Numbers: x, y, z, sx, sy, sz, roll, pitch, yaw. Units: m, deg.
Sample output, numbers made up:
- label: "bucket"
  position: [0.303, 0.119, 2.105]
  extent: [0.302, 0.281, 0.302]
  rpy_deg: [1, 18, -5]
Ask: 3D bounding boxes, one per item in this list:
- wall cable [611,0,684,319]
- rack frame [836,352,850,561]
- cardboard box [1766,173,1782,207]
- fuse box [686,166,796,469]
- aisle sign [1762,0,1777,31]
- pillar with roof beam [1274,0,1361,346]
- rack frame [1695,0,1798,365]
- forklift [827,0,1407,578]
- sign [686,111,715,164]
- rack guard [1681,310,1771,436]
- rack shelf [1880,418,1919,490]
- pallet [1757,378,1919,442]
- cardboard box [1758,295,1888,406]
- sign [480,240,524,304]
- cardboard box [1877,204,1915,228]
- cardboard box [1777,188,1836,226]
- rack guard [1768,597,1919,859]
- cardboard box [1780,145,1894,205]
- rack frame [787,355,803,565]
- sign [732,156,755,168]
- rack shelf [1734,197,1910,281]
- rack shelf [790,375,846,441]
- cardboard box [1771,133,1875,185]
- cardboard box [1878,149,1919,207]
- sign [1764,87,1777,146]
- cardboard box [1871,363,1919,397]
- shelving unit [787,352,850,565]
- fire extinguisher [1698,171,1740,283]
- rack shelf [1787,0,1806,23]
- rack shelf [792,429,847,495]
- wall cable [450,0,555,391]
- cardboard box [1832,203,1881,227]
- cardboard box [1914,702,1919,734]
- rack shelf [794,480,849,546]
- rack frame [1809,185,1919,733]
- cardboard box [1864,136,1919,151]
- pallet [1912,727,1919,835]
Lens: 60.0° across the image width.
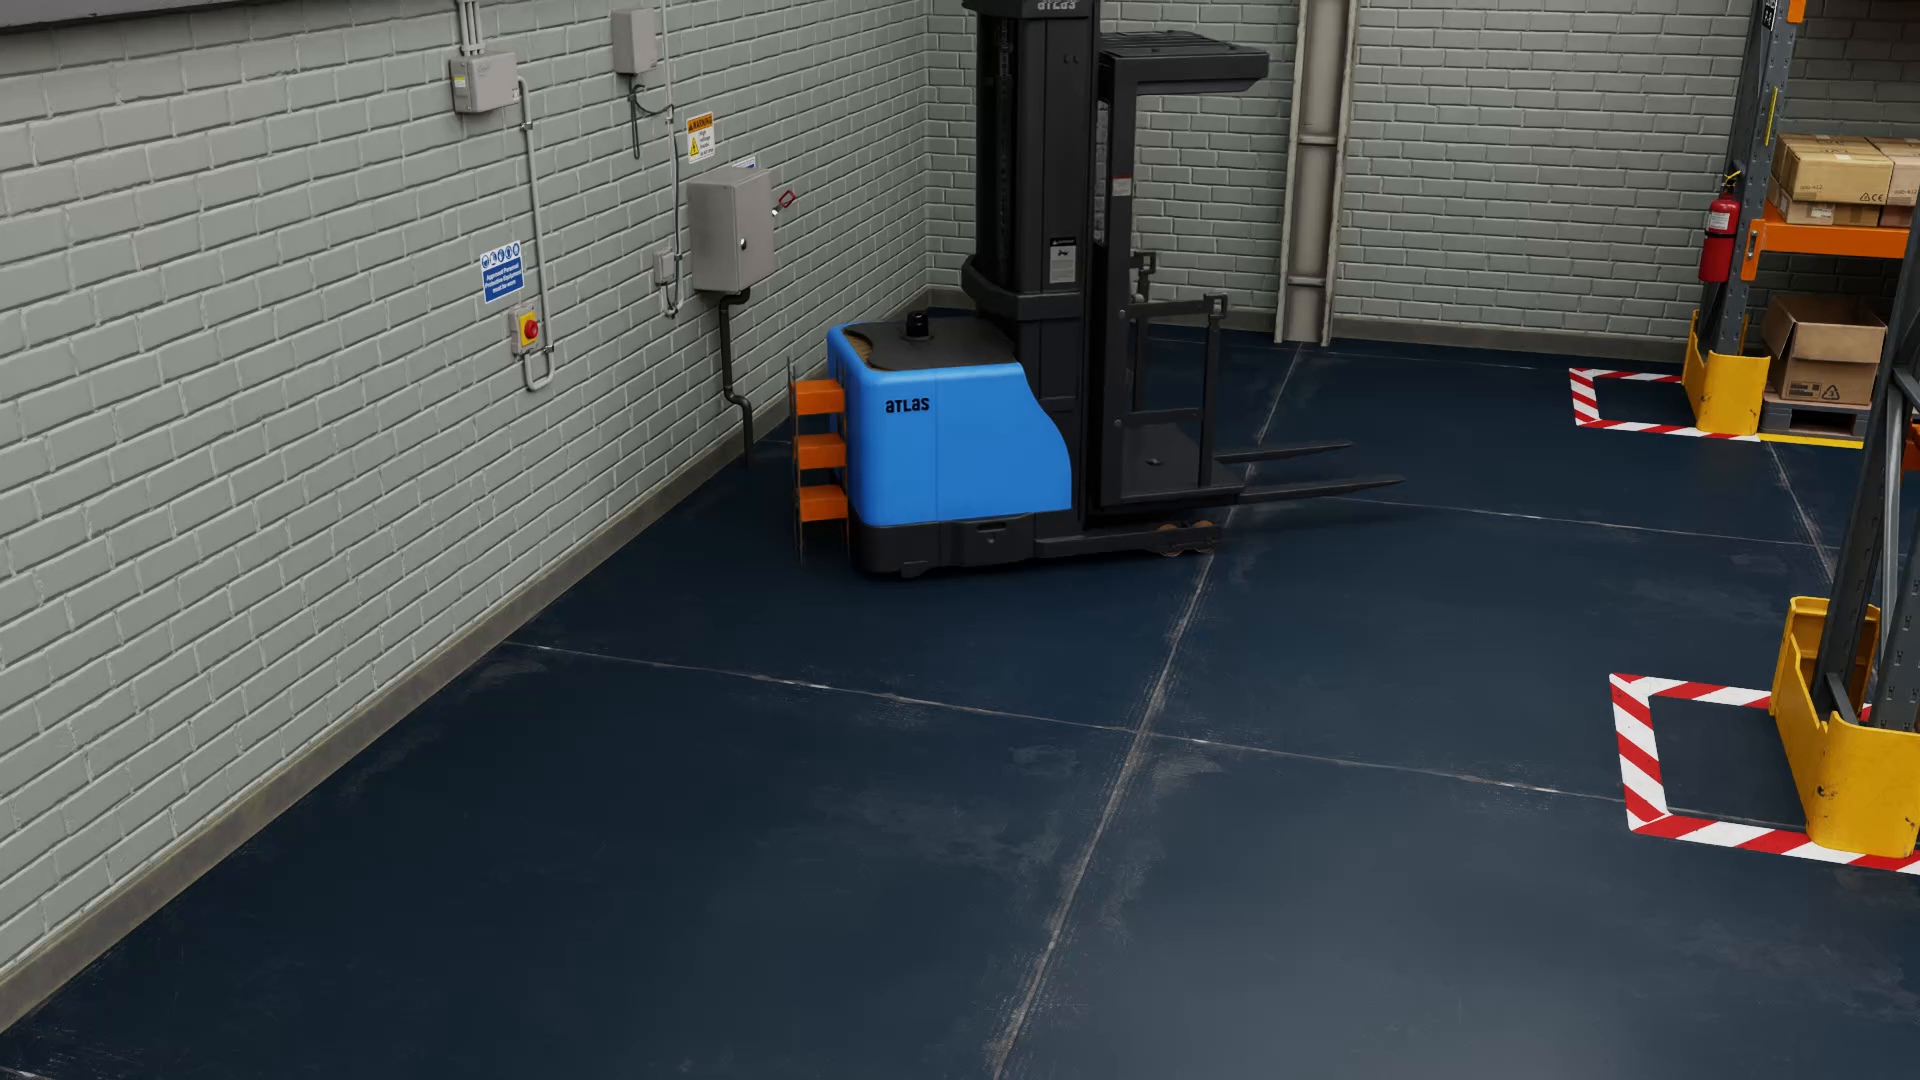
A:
- label: "wall cable"
  position: [-1.552, -2.060, 8.500]
  extent: [0.122, 1.984, 0.588]
  rpy_deg: [7, 23, 16]
- label: "rack frame"
  position: [-0.591, -0.417, 8.403]
  extent: [0.008, 1.050, 0.200]
  rpy_deg: [-6, 23, -13]
- label: "cardboard box"
  position: [5.280, -2.212, 10.542]
  extent: [0.250, 0.149, 0.380]
  rpy_deg: [6, 23, 15]
- label: "fuse box"
  position: [-1.204, -1.224, 9.500]
  extent: [0.414, 1.711, 0.539]
  rpy_deg: [7, 23, 16]
- label: "aisle sign"
  position: [4.735, -3.371, 9.610]
  extent: [0.004, 0.787, 0.394]
  rpy_deg: [7, 23, 16]
- label: "pillar with roof beam"
  position: [1.320, -4.102, 6.913]
  extent: [0.400, 9.000, 9.100]
  rpy_deg: [7, 23, 16]
- label: "rack frame"
  position: [4.885, -2.267, 10.345]
  extent: [0.127, 3.000, 1.000]
  rpy_deg: [7, 23, 16]
- label: "forklift"
  position: [0.868, -1.455, 8.455]
  extent: [3.031, 2.935, 1.130]
  rpy_deg: [-6, 23, -13]
- label: "sign"
  position: [-1.418, -2.205, 9.105]
  extent: [0.001, 0.242, 0.339]
  rpy_deg: [7, 23, 16]
- label: "rack guard"
  position: [4.958, -1.103, 10.799]
  extent: [0.348, 0.500, 1.175]
  rpy_deg: [7, 23, 16]
- label: "rack shelf"
  position: [5.369, 0.088, 5.550]
  extent: [4.000, 0.370, 1.077]
  rpy_deg: [7, 23, 16]
- label: "pallet"
  position: [5.721, -0.882, 10.642]
  extent: [1.213, 0.211, 1.003]
  rpy_deg: [7, 23, 16]
- label: "cardboard box"
  position: [5.443, -1.205, 10.492]
  extent: [0.637, 0.503, 0.797]
  rpy_deg: [6, 23, 13]
- label: "sign"
  position: [-2.023, -1.187, 7.356]
  extent: [0.001, 0.218, 0.327]
  rpy_deg: [7, 23, 16]
- label: "cardboard box"
  position: [5.639, -1.988, 9.996]
  extent: [0.250, 0.149, 0.380]
  rpy_deg: [6, 23, 15]
- label: "cardboard box"
  position: [5.120, -2.016, 10.062]
  extent: [0.250, 0.149, 0.380]
  rpy_deg: [6, 23, 15]
- label: "rack guard"
  position: [3.432, 0.690, 6.429]
  extent: [0.348, 0.500, 1.175]
  rpy_deg: [7, 23, 16]
- label: "cardboard box"
  position: [5.241, -2.188, 9.957]
  extent: [0.500, 0.250, 0.500]
  rpy_deg: [7, 23, 16]
- label: "rack frame"
  position: [-0.827, -0.394, 8.347]
  extent: [0.008, 1.050, 0.200]
  rpy_deg: [-6, 23, -13]
- label: "sign"
  position: [-1.260, -1.979, 9.766]
  extent: [0.001, 0.494, 0.329]
  rpy_deg: [7, 23, 16]
- label: "rack shelf"
  position: [6.800, -1.715, 9.947]
  extent: [4.000, 0.370, 1.077]
  rpy_deg: [7, 23, 16]
- label: "rack shelf"
  position: [-0.709, -0.658, 8.272]
  extent: [0.240, 0.259, 0.215]
  rpy_deg: [-6, 23, -13]
- label: "cardboard box"
  position: [5.402, -2.382, 10.429]
  extent: [0.500, 0.250, 0.500]
  rpy_deg: [7, 23, 17]
- label: "cardboard box"
  position: [5.724, -2.133, 9.823]
  extent: [0.500, 0.250, 0.500]
  rpy_deg: [7, 23, 16]
- label: "sign"
  position: [4.728, -2.471, 9.700]
  extent: [0.005, 0.325, 0.100]
  rpy_deg: [7, 23, 16]
- label: "cardboard box"
  position: [5.839, -0.981, 10.411]
  extent: [0.250, 0.149, 0.380]
  rpy_deg: [6, 23, 13]
- label: "shelving unit"
  position: [-0.709, -0.406, 8.375]
  extent: [0.252, 1.050, 0.215]
  rpy_deg: [-6, 23, -13]
- label: "fire extinguisher"
  position: [4.611, -1.907, 10.061]
  extent: [0.183, 0.674, 0.296]
  rpy_deg: [7, 23, 16]
- label: "rack shelf"
  position: [6.800, -3.103, 9.378]
  extent: [4.000, 0.370, 1.077]
  rpy_deg: [7, 23, 16]
- label: "rack shelf"
  position: [-0.709, -0.396, 8.379]
  extent: [0.240, 0.259, 0.215]
  rpy_deg: [-6, 23, -13]
- label: "wall cable"
  position: [-1.950, -1.558, 7.235]
  extent: [0.123, 1.953, 0.585]
  rpy_deg: [7, 23, 16]
- label: "cardboard box"
  position: [5.377, -2.004, 10.035]
  extent: [0.250, 0.149, 0.380]
  rpy_deg: [7, 23, 17]
- label: "cardboard box"
  position: [4.115, 0.564, 6.266]
  extent: [0.875, 0.438, 0.875]
  rpy_deg: [6, 23, 14]
- label: "rack shelf"
  position: [-0.709, -0.139, 8.485]
  extent: [0.240, 0.259, 0.215]
  rpy_deg: [-6, 23, -13]
- label: "rack frame"
  position: [3.455, -0.464, 5.948]
  extent: [0.127, 3.000, 1.000]
  rpy_deg: [7, 23, 16]
- label: "cardboard box"
  position: [5.895, -2.325, 10.291]
  extent: [0.500, 0.250, 0.500]
  rpy_deg: [7, 23, 16]
- label: "pallet"
  position: [4.243, 0.886, 6.333]
  extent: [1.213, 0.211, 1.003]
  rpy_deg: [7, 23, 16]
